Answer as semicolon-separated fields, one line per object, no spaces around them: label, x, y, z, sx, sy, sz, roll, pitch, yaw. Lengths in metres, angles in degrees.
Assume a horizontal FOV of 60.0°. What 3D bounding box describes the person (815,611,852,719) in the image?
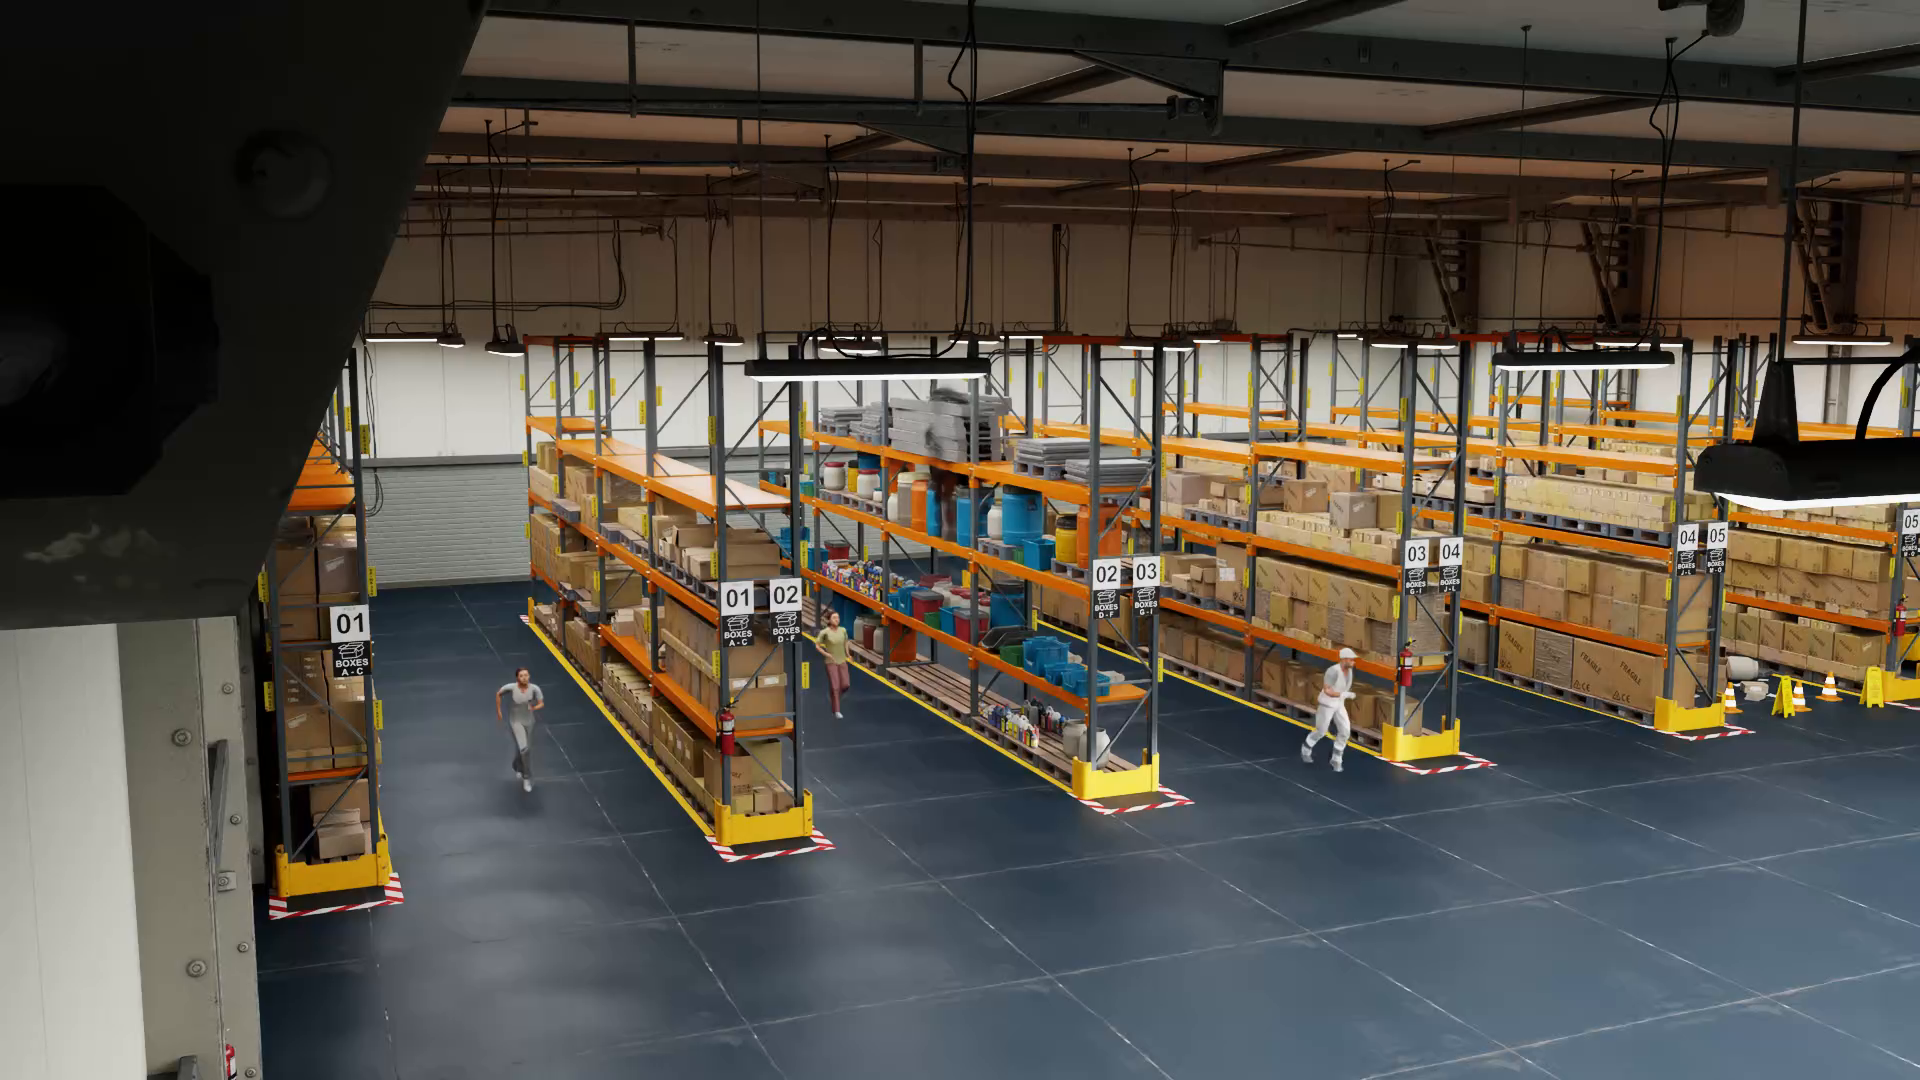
person;-1.897;1.884;25.282;0.581;1.641;0.527;-4;9;-29

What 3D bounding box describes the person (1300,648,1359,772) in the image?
person;5.268;2.390;23.483;0.721;1.822;0.873;-6;10;-39

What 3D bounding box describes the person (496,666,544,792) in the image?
person;-5.952;2.523;22.549;0.587;1.693;0.833;-4;9;-27

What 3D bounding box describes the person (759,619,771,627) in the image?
person;-3.774;1.269;31.550;0.652;1.739;0.902;-5;9;-33
